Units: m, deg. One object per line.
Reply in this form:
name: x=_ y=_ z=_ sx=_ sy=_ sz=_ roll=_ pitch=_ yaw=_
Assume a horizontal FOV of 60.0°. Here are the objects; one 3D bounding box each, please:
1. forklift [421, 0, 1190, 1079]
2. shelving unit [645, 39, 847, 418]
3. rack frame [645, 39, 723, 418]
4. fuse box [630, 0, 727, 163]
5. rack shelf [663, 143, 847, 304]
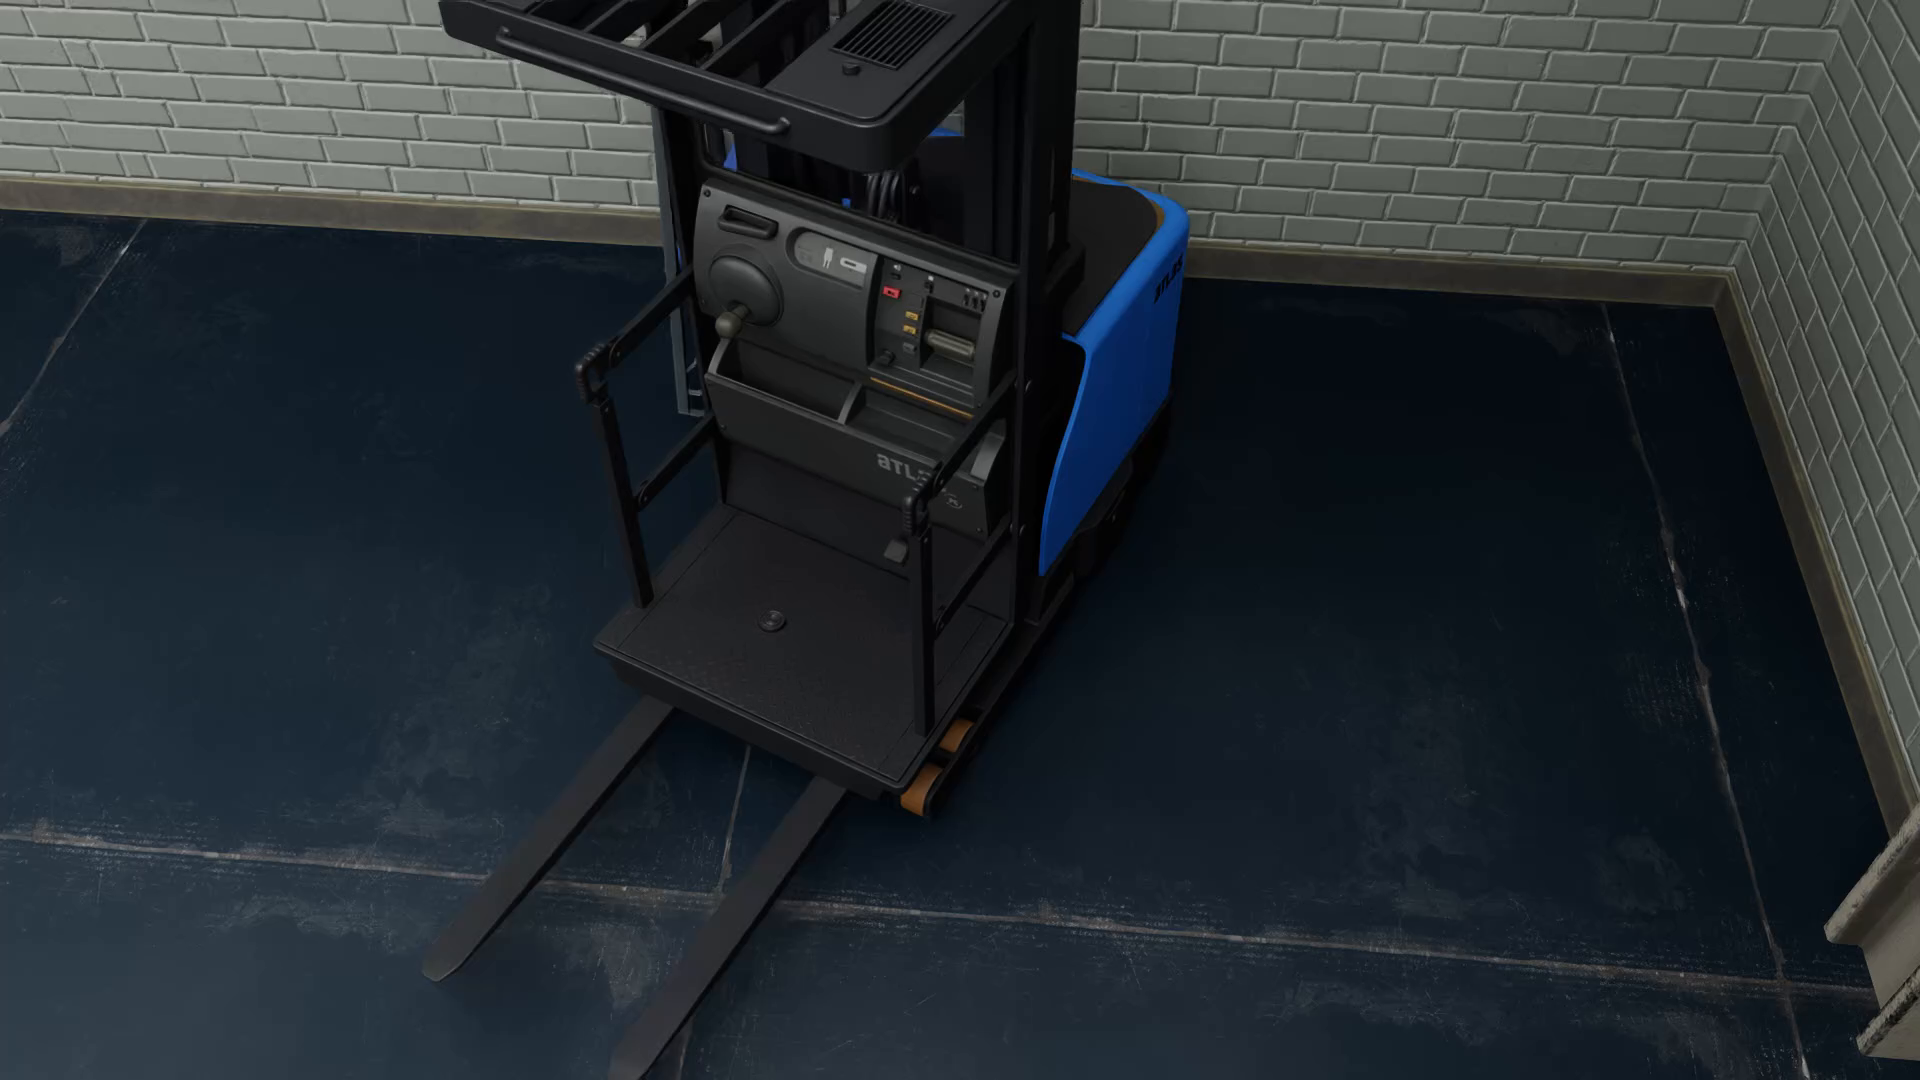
forklift: x=-0.406 y=-0.552 z=4.269 sx=1.130 sy=2.935 sz=3.031 roll=22 pitch=51 yaw=19
shelving unit: x=-0.641 y=-1.302 z=5.886 sx=0.538 sy=1.500 sz=1.048 roll=11 pitch=46 yaw=6
rack frame: x=-0.744 y=-0.947 z=5.537 sx=0.500 sy=1.500 sz=0.032 roll=11 pitch=46 yaw=6
fuse box: x=-0.918 y=-1.632 z=6.083 sx=0.539 sy=1.711 sz=0.414 roll=4 pitch=48 yaw=4
rack shelf: x=-0.651 y=-1.177 z=6.015 sx=0.538 sy=0.185 sz=1.000 roll=11 pitch=46 yaw=6
